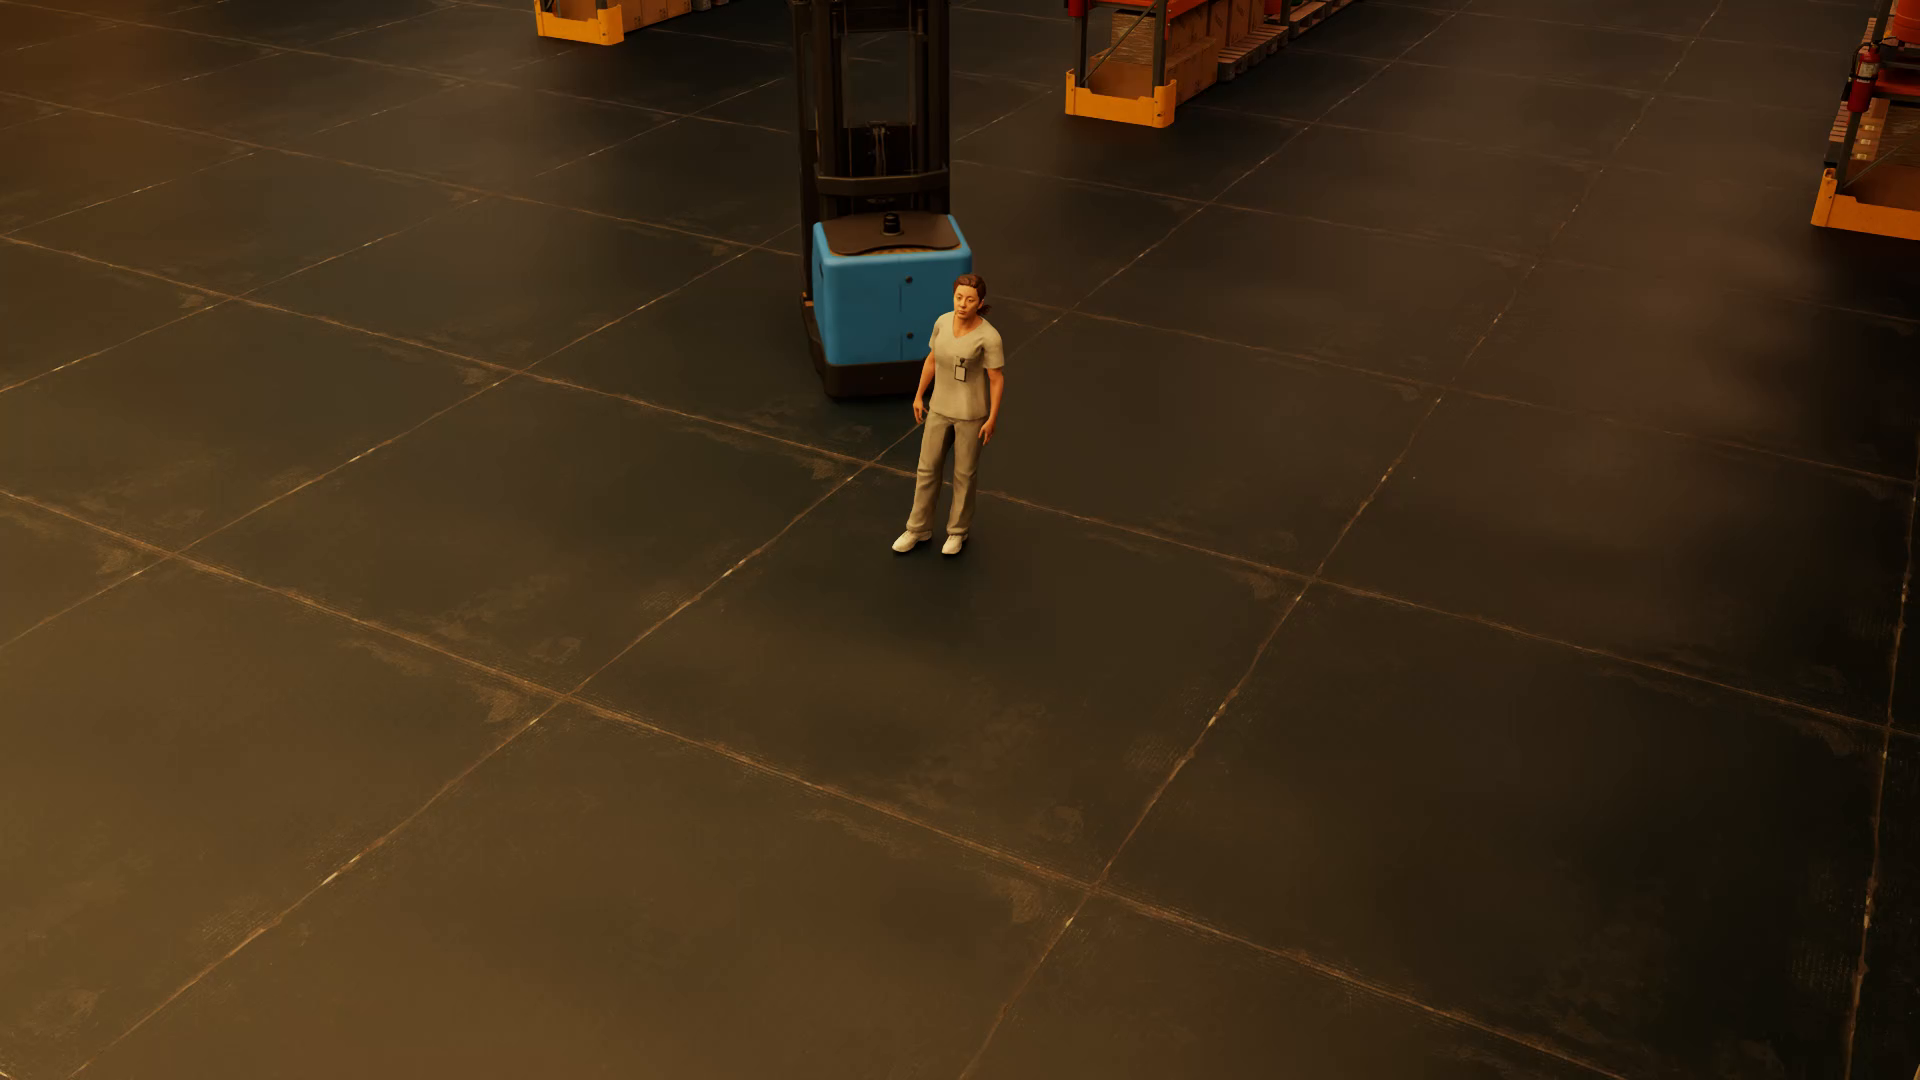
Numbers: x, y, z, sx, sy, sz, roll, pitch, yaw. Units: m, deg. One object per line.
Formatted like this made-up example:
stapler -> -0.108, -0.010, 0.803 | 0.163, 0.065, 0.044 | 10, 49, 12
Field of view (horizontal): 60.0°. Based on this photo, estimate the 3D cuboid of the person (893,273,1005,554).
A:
person -> -0.048, -0.703, 9.530 | 0.550, 1.673, 0.548 | 15, 33, 25

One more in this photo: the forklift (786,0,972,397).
forklift -> -0.661, -2.981, 12.236 | 1.130, 2.935, 3.031 | -5, 30, -9
